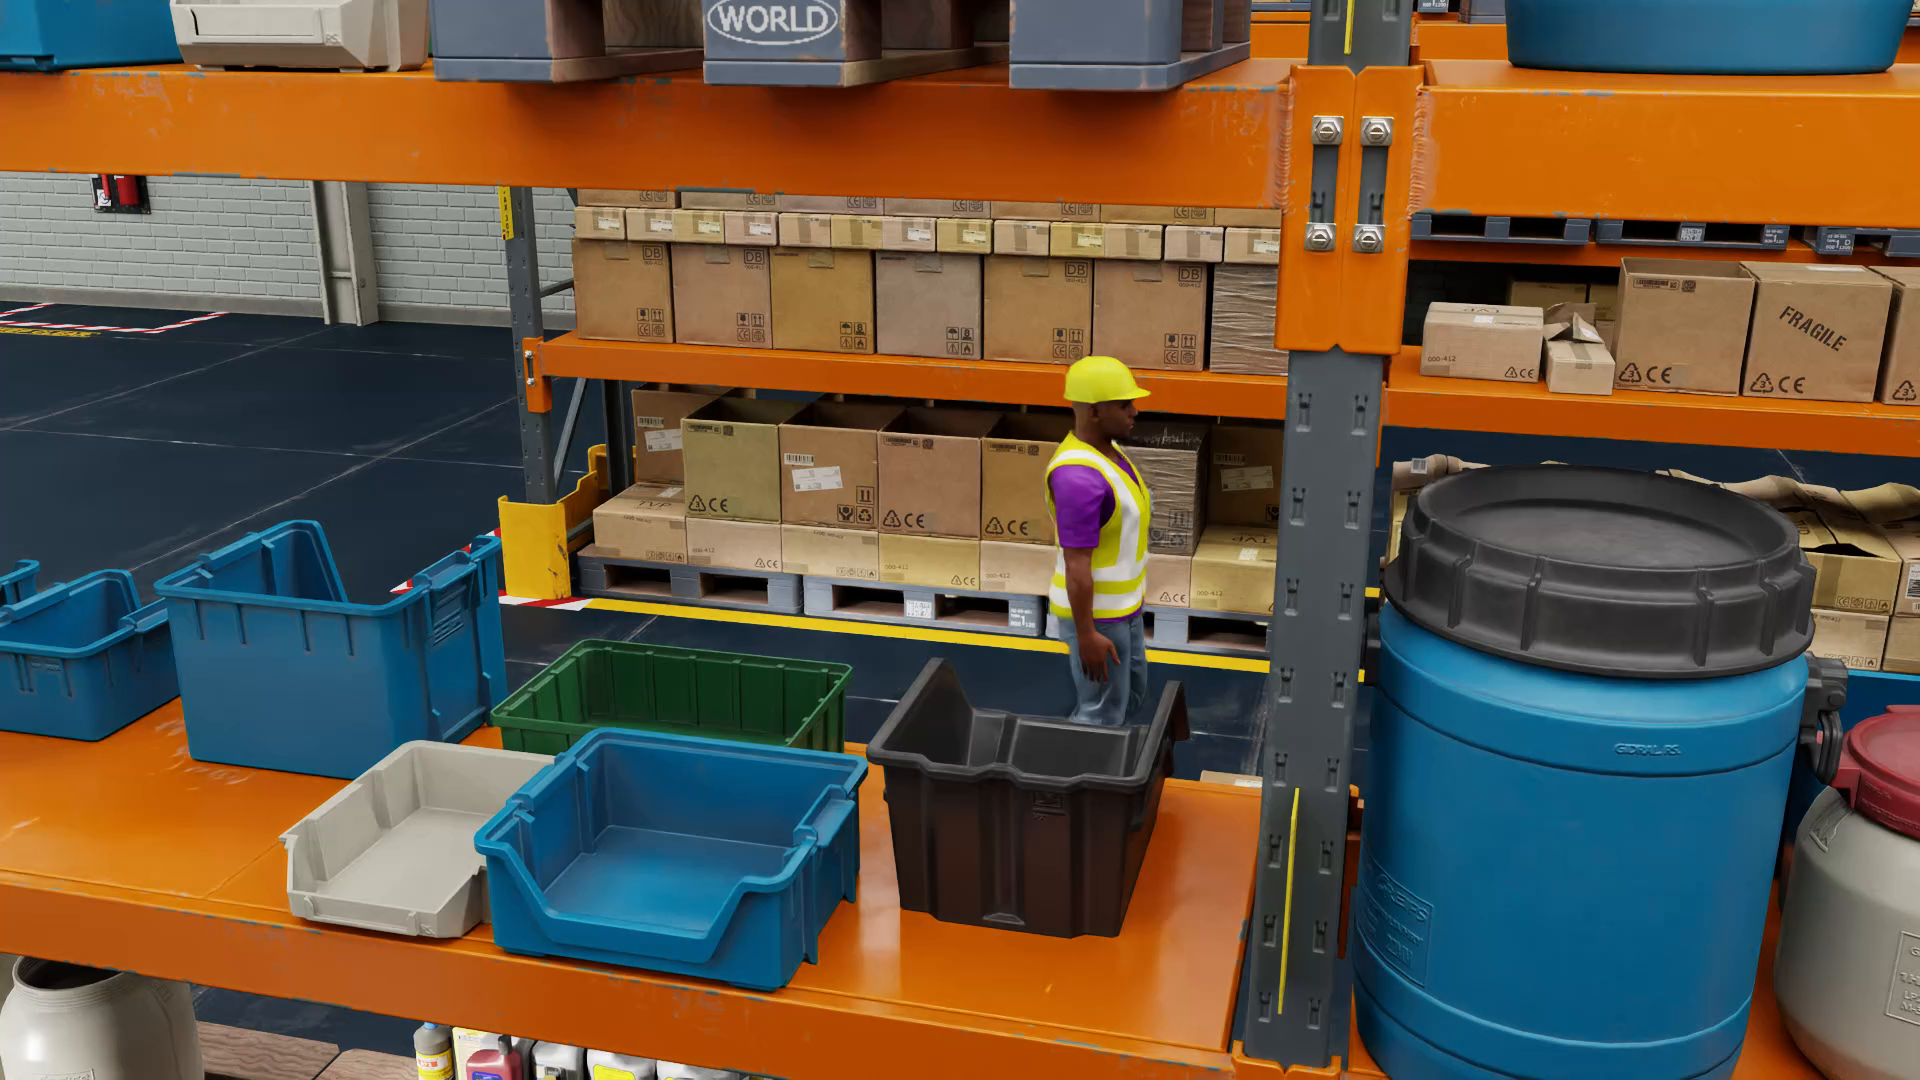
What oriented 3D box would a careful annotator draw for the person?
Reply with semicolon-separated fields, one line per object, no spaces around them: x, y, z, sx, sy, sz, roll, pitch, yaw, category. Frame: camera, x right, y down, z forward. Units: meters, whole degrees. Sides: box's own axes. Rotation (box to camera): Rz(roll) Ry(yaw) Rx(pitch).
0.490;0.250;5.781;0.542;1.791;0.600;5;19;13;person
